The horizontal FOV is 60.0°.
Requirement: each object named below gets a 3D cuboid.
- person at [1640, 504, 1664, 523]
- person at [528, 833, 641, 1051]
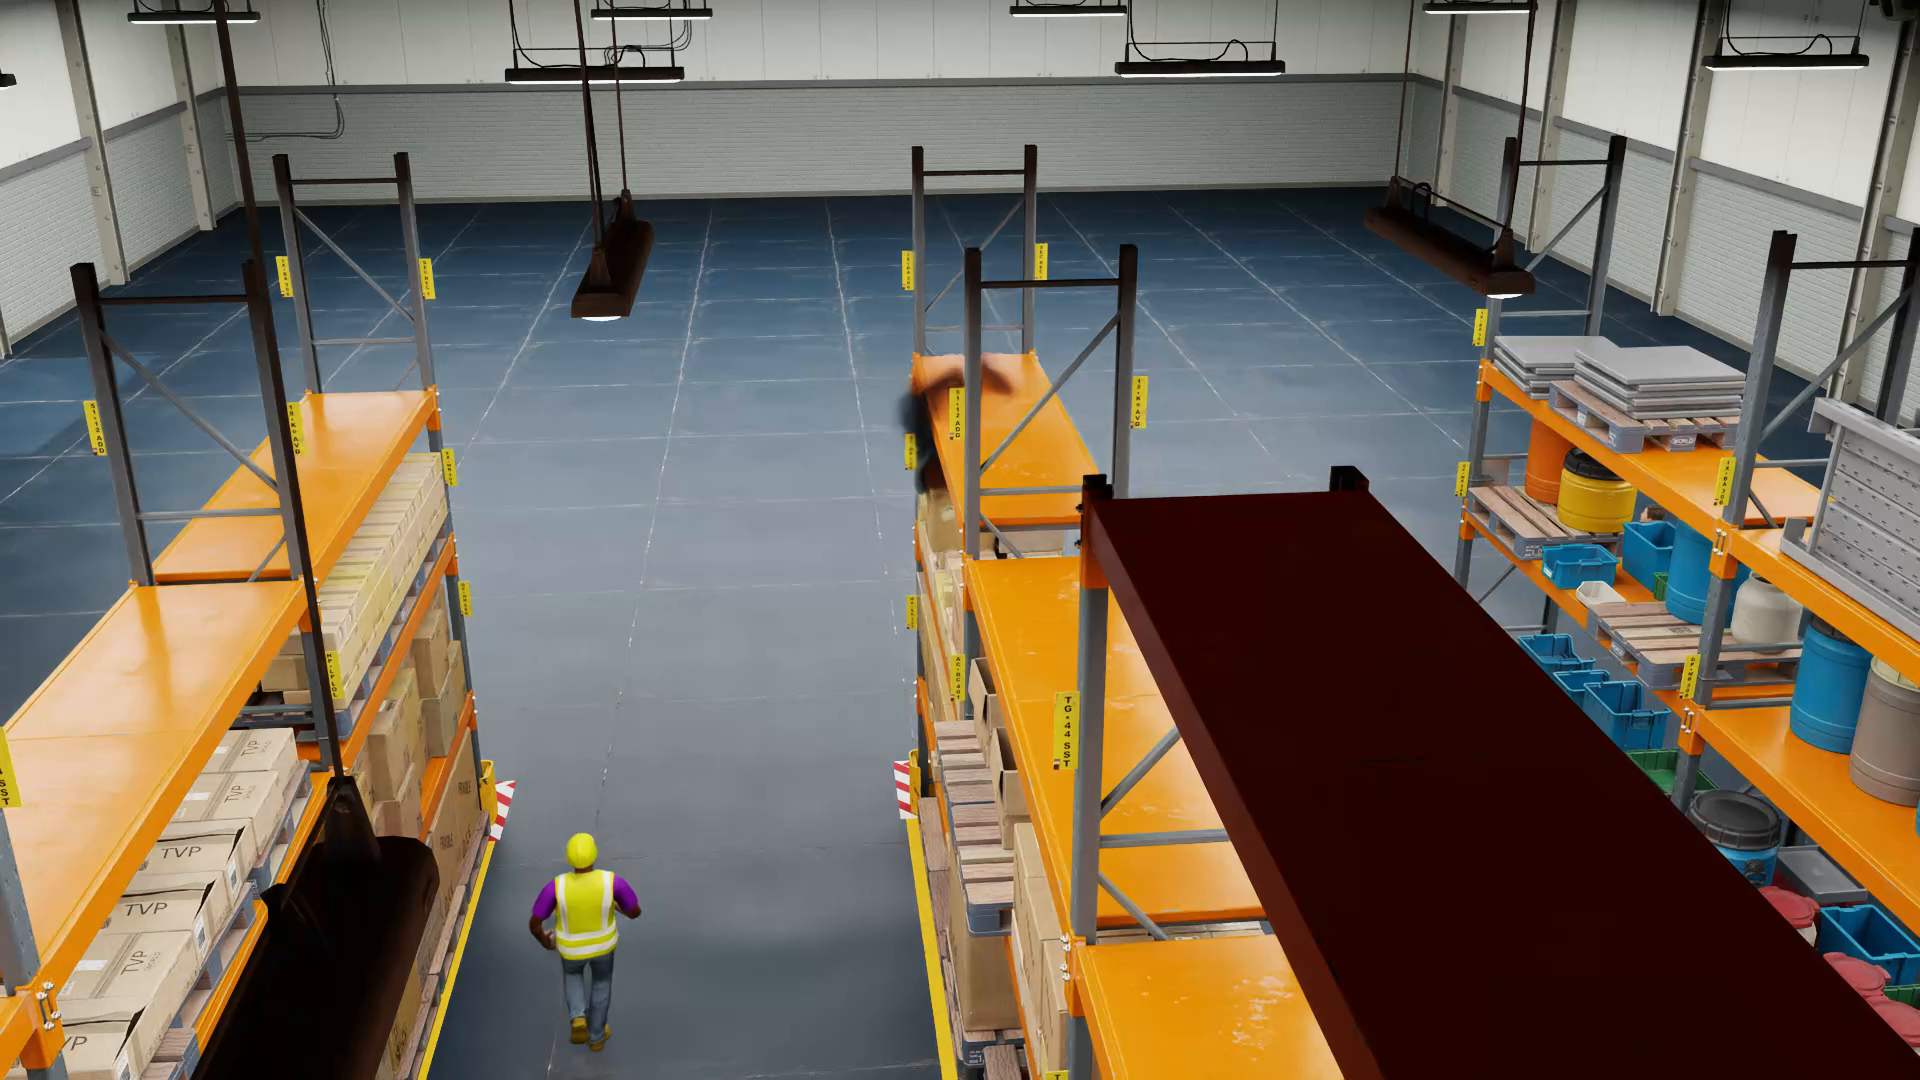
[{"bbox_3d":[7.561,0.423,18.313,0.892,1.681,0.557,11,24,27],"label":"person"},{"bbox_3d":[-2.610,2.824,11.661,0.760,1.717,0.557,-5,22,-13],"label":"person"}]
